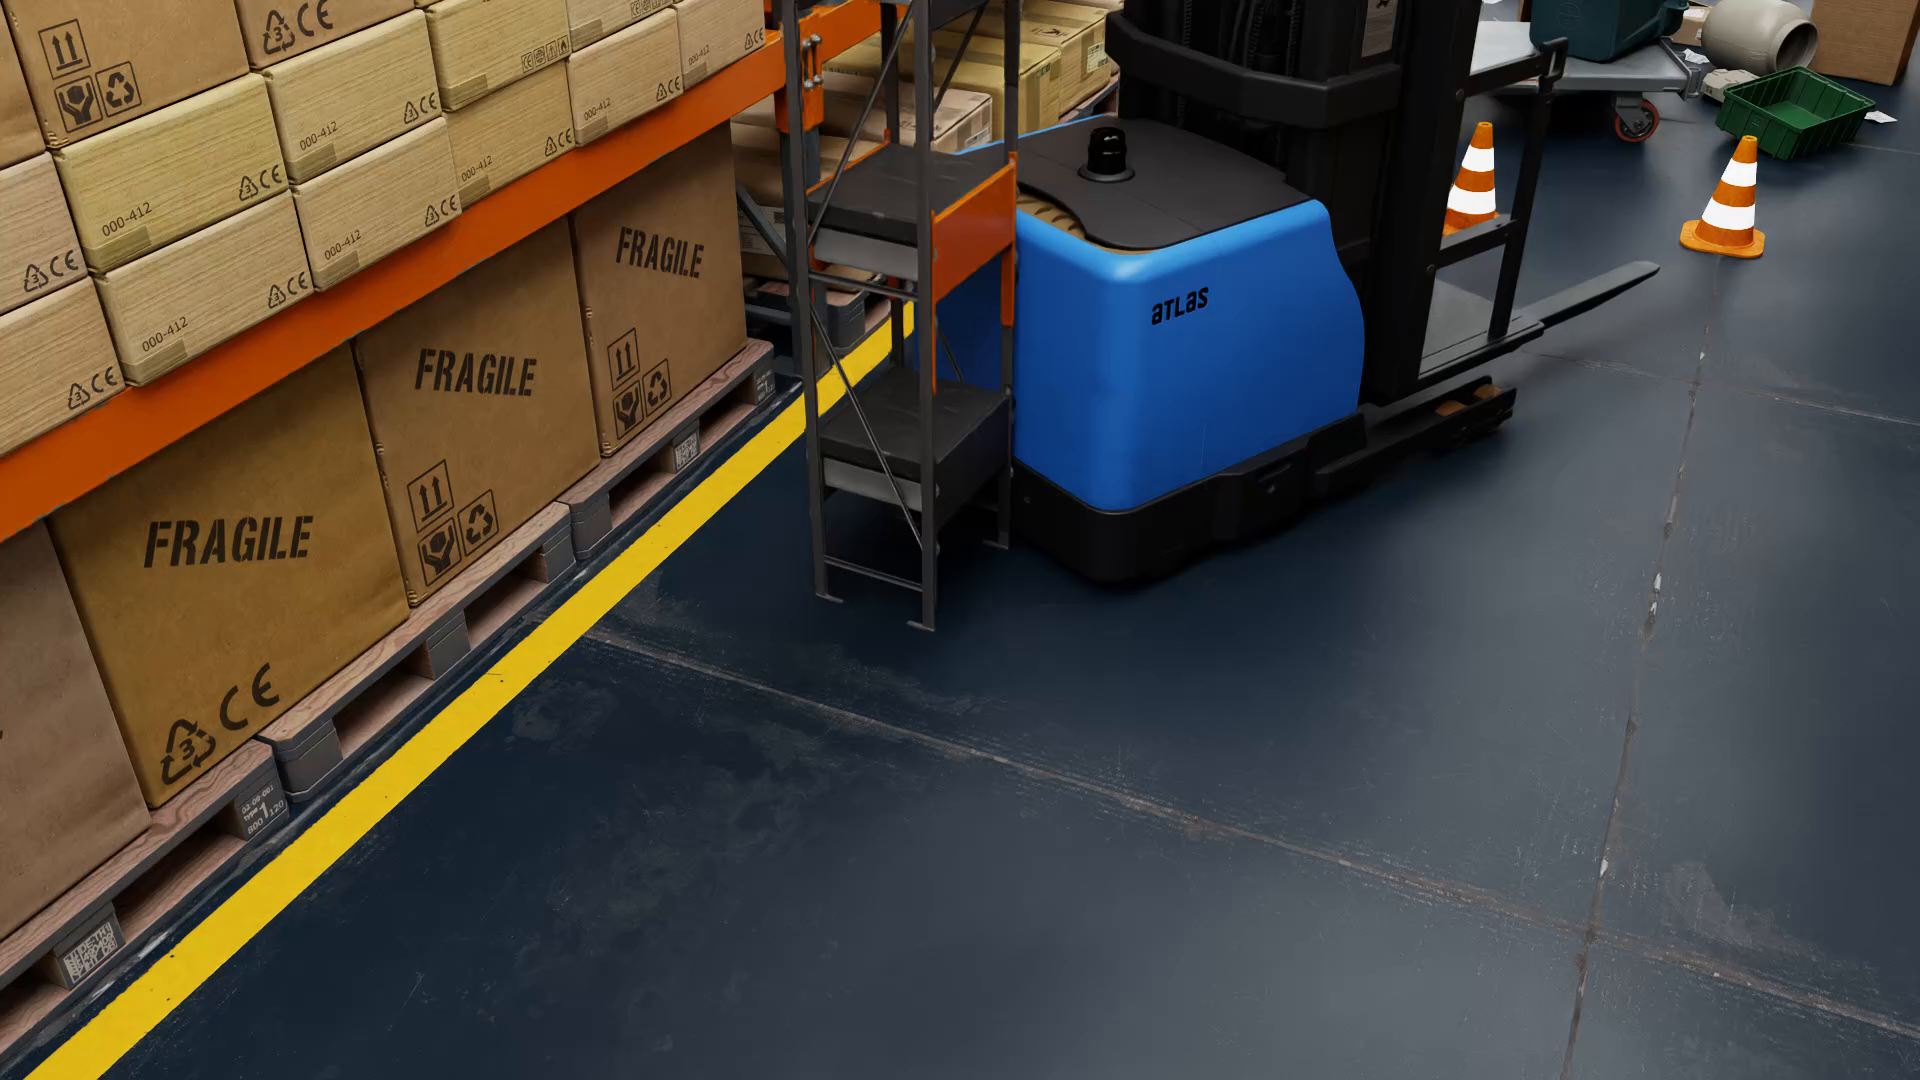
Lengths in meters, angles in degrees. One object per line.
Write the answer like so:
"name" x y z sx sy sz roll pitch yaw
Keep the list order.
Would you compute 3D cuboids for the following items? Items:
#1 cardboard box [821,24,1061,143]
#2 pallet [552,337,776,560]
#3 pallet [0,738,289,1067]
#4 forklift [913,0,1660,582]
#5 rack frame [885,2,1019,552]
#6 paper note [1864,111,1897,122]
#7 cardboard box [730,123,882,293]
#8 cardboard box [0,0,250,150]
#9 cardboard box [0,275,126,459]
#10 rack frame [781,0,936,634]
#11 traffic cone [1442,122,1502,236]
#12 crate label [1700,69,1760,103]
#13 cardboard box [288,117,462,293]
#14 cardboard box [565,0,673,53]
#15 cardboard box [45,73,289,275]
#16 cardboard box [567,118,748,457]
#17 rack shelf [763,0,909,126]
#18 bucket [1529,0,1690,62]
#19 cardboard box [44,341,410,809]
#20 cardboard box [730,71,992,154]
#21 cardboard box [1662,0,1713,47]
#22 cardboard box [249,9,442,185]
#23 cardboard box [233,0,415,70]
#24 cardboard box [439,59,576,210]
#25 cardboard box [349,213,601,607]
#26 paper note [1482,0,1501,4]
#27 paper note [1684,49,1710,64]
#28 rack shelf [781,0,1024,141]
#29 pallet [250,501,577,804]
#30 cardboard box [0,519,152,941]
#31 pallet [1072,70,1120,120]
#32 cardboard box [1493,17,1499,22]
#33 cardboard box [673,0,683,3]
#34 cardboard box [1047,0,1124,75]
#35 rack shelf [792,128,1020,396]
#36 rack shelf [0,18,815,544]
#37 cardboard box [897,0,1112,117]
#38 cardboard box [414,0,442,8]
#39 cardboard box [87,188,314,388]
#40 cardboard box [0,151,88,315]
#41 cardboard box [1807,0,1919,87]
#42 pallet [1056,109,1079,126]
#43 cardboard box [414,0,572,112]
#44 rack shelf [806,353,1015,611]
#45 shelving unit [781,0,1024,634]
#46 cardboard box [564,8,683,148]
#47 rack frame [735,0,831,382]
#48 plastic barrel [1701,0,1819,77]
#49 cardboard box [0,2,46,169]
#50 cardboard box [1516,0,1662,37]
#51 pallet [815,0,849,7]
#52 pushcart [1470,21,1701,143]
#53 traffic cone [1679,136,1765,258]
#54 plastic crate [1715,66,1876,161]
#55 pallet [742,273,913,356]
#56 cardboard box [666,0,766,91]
"cardboard box" -0.094 -2.075 7.693 0.950 0.372 0.625 15 36 22
"pallet" -1.361 -0.432 5.716 1.003 0.211 1.213 14 36 20
"pallet" -2.382 0.783 3.863 1.003 0.211 1.213 14 36 20
"forklift" 1.318 -1.747 5.242 3.031 2.935 1.130 -23 39 -30
"rack frame" -0.025 -0.896 4.701 0.400 2.100 0.015 16 37 23
"paper note" 4.708 -2.182 8.549 0.147 0.020 0.142 -9 34 -13
"cardboard box" -0.717 -1.329 6.555 0.950 0.372 0.625 12 35 17
"cardboard box" -1.791 -1.103 3.194 0.500 0.500 0.500 13 36 19
"cardboard box" -1.997 -0.335 3.162 0.500 0.250 0.500 13 36 19
"rack frame" -0.251 -0.659 4.340 0.400 2.100 0.015 16 37 23
"traffic cone" 2.250 -1.592 7.256 0.336 0.463 0.334 14 36 20
"crate label" 4.073 -2.384 8.761 0.298 0.136 0.250 -9 34 -13
"cardboard box" -1.551 -0.834 3.923 0.500 0.250 0.500 14 36 20
"cardboard box" -1.146 -1.564 4.581 0.500 0.250 0.500 13 36 19
"cardboard box" -1.768 -0.793 3.405 0.500 0.250 0.500 15 36 21
"cardboard box" -1.327 -0.936 5.496 0.875 0.875 0.875 14 36 20
"rack shelf" -0.126 -2.669 7.241 1.077 0.370 4.000 14 36 20
"bucket" 3.212 -2.744 8.298 0.726 0.611 0.620 29 53 36
"cardboard box" -2.079 -0.047 4.141 0.875 0.875 0.875 15 36 22
"cardboard box" -0.416 -1.699 7.118 0.950 0.372 0.625 13 36 20
"cardboard box" 4.295 -3.016 9.607 0.396 0.266 0.258 21 39 28
"cardboard box" -1.559 -1.046 3.790 0.500 0.250 0.500 13 35 19
"cardboard box" -1.581 -1.362 3.589 0.500 0.500 0.500 14 36 20
"cardboard box" -1.363 -1.094 4.320 0.500 0.250 0.500 14 36 20
"cardboard box" -1.704 -0.492 4.820 0.875 0.875 0.875 15 36 21
"paper note" 3.305 -3.395 10.411 0.148 0.019 0.142 29 43 36
"paper note" 4.155 -2.732 9.395 0.172 0.023 0.155 29 43 36
"rack shelf" -0.138 -1.351 4.144 0.431 0.518 0.480 16 37 23
"pallet" -1.873 0.173 4.793 1.003 0.211 1.213 14 36 20
"cardboard box" -2.450 0.404 3.452 0.875 0.875 0.875 15 36 22
"pallet" 0.386 -2.411 8.735 1.003 0.211 1.213 14 36 20
"cardboard box" 3.001 -2.736 9.180 0.258 0.266 0.396 -9 34 -13
"cardboard box" -0.935 -1.820 4.971 0.500 0.250 0.500 14 36 20
"cardboard box" 0.493 -2.781 8.769 0.950 0.372 0.625 15 36 21
"rack shelf" -0.138 -0.766 4.528 0.431 0.518 0.480 16 37 23
"rack shelf" -1.800 -0.677 4.202 1.077 0.370 4.000 14 36 20
"cardboard box" 0.196 -2.422 8.221 0.950 0.372 0.625 16 37 23
"cardboard box" -1.363 -1.613 3.971 0.500 0.500 0.500 14 36 21
"cardboard box" -1.769 -0.587 3.546 0.500 0.250 0.500 14 36 20
"cardboard box" -2.004 -0.548 3.031 0.500 0.250 0.500 15 36 21
"cardboard box" 4.966 -2.845 9.130 0.500 0.500 0.500 21 39 28
"pallet" -0.123 -1.802 7.805 1.003 0.211 1.213 14 36 20
"cardboard box" -1.342 -1.304 4.185 0.500 0.250 0.500 13 36 19
"rack shelf" -0.138 -0.180 4.912 0.431 0.518 0.480 16 37 23
"shelving unit" -0.138 -0.777 4.520 0.431 2.100 0.503 16 37 23
"cardboard box" -1.138 -1.341 4.697 0.500 0.250 0.500 15 36 21
"rack frame" -0.963 -1.973 5.524 1.000 3.000 0.127 14 36 20
"plastic barrel" 4.330 -2.720 9.012 0.421 0.421 0.512 -15 36 -21
"cardboard box" -2.003 -0.854 2.814 0.500 0.500 0.500 14 36 20
"cardboard box" 3.565 -3.047 9.315 0.797 0.637 0.503 14 36 20
"pallet" -0.761 -2.273 6.155 1.213 0.211 1.003 14 36 20
"pushcart" 2.802 -2.371 8.522 1.648 0.377 0.936 3 33 4
"traffic cone" 3.316 -1.498 7.113 0.336 0.463 0.334 14 36 20
"plastic crate" 4.132 -2.116 8.253 0.662 0.188 0.450 -21 49 -29
"pallet" -0.635 -1.196 6.882 1.003 0.211 1.213 14 36 20
"cardboard box" -0.939 -1.599 5.090 0.500 0.250 0.500 13 35 19
